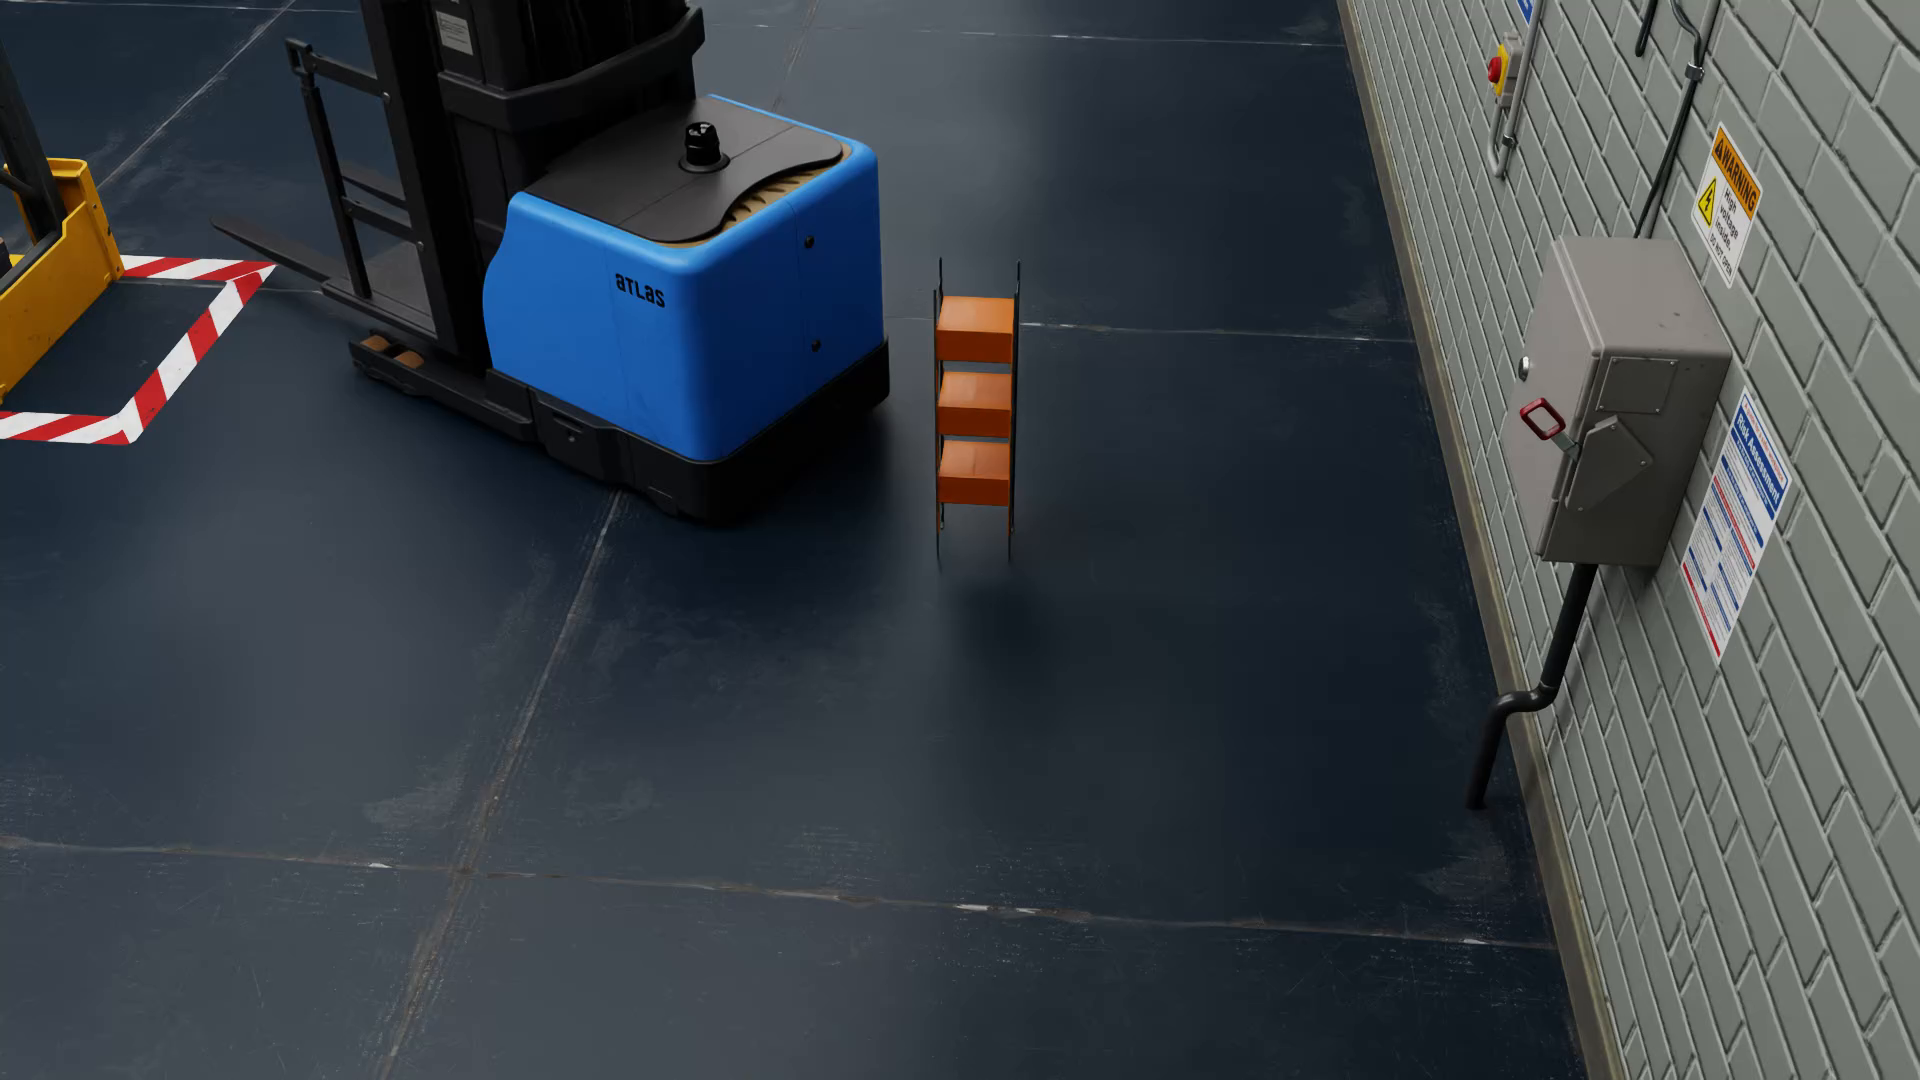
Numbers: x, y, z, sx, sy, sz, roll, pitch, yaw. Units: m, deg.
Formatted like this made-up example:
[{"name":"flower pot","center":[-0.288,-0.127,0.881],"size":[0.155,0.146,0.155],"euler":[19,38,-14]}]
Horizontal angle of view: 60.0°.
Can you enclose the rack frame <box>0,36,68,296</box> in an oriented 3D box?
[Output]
[{"name":"rack frame","center":[-3.840,-1.993,5.823],"size":[0.127,3.000,1.000],"euler":[3,39,4]}]

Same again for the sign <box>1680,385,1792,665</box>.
[{"name":"sign","center":[1.617,-0.029,3.485],"size":[0.001,0.494,0.329],"euler":[3,39,4]}]

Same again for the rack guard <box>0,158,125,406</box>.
[{"name":"rack guard","center":[-3.816,-1.023,6.610],"size":[0.348,0.500,1.175],"euler":[3,39,4]}]

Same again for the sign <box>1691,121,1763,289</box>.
[{"name":"sign","center":[1.664,-0.731,3.618],"size":[0.001,0.242,0.339],"euler":[3,39,4]}]

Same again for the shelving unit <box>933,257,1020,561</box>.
[{"name":"shelving unit","center":[0.053,-0.404,5.415],"size":[0.252,1.050,0.215],"euler":[3,39,4]}]

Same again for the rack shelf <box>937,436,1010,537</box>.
[{"name":"rack shelf","center":[0.053,-0.180,5.597],"size":[0.240,0.259,0.215],"euler":[3,39,4]}]

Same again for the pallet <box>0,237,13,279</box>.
[{"name":"pallet","center":[-4.643,-0.906,6.696],"size":[1.213,0.211,1.003],"euler":[3,39,4]}]

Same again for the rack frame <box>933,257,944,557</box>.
[{"name":"rack frame","center":[-0.068,-0.411,5.423],"size":[0.008,1.050,0.200],"euler":[3,39,4]}]

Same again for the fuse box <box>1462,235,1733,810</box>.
[{"name":"fuse box","center":[1.453,0.112,4.257],"size":[0.414,1.711,0.539],"euler":[3,39,4]}]

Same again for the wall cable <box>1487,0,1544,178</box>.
[{"name":"wall cable","center":[1.780,-2.107,5.133],"size":[0.123,1.953,0.585],"euler":[3,39,4]}]

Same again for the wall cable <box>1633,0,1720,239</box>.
[{"name":"wall cable","center":[1.669,-1.202,4.046],"size":[0.122,1.984,0.588],"euler":[3,39,4]}]

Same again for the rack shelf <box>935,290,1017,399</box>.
[{"name":"rack shelf","center":[0.053,-0.616,5.243],"size":[0.240,0.259,0.215],"euler":[3,39,4]}]

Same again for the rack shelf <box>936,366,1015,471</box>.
[{"name":"rack shelf","center":[0.053,-0.396,5.422],"size":[0.240,0.259,0.215],"euler":[3,39,4]}]

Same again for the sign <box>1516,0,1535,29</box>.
[{"name":"sign","center":[1.845,-1.833,5.411],"size":[0.001,0.218,0.327],"euler":[3,39,4]}]

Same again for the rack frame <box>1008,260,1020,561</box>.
[{"name":"rack frame","center":[0.175,-0.398,5.407],"size":[0.008,1.050,0.200],"euler":[3,39,4]}]

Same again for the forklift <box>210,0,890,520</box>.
[{"name":"forklift","center":[-1.765,-1.946,5.819],"size":[3.031,2.935,1.130],"euler":[24,45,27]}]
